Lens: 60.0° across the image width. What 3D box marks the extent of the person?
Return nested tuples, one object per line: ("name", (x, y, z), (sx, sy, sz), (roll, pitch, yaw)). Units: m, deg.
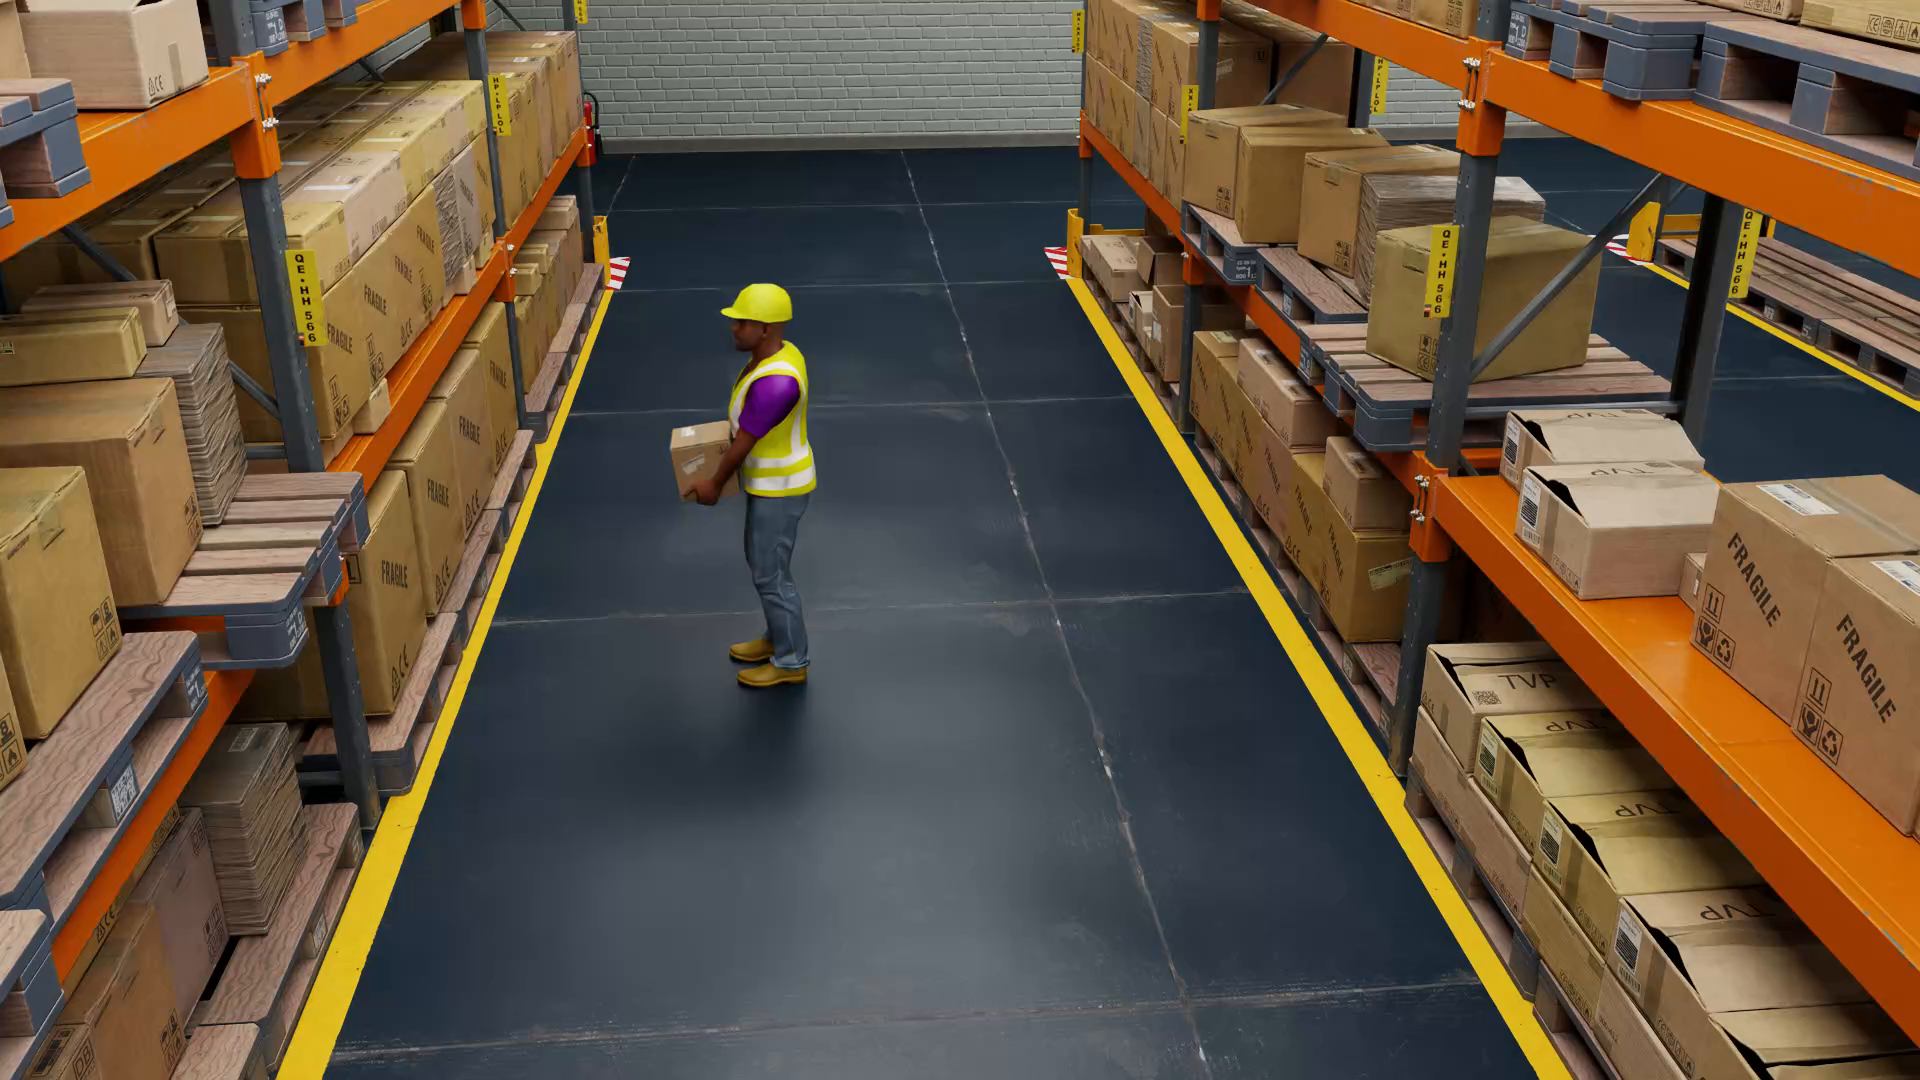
("person", (8.315, 0.590, 3.430), (17.768, 3.195, 9.829), (-3, 24, -6))
